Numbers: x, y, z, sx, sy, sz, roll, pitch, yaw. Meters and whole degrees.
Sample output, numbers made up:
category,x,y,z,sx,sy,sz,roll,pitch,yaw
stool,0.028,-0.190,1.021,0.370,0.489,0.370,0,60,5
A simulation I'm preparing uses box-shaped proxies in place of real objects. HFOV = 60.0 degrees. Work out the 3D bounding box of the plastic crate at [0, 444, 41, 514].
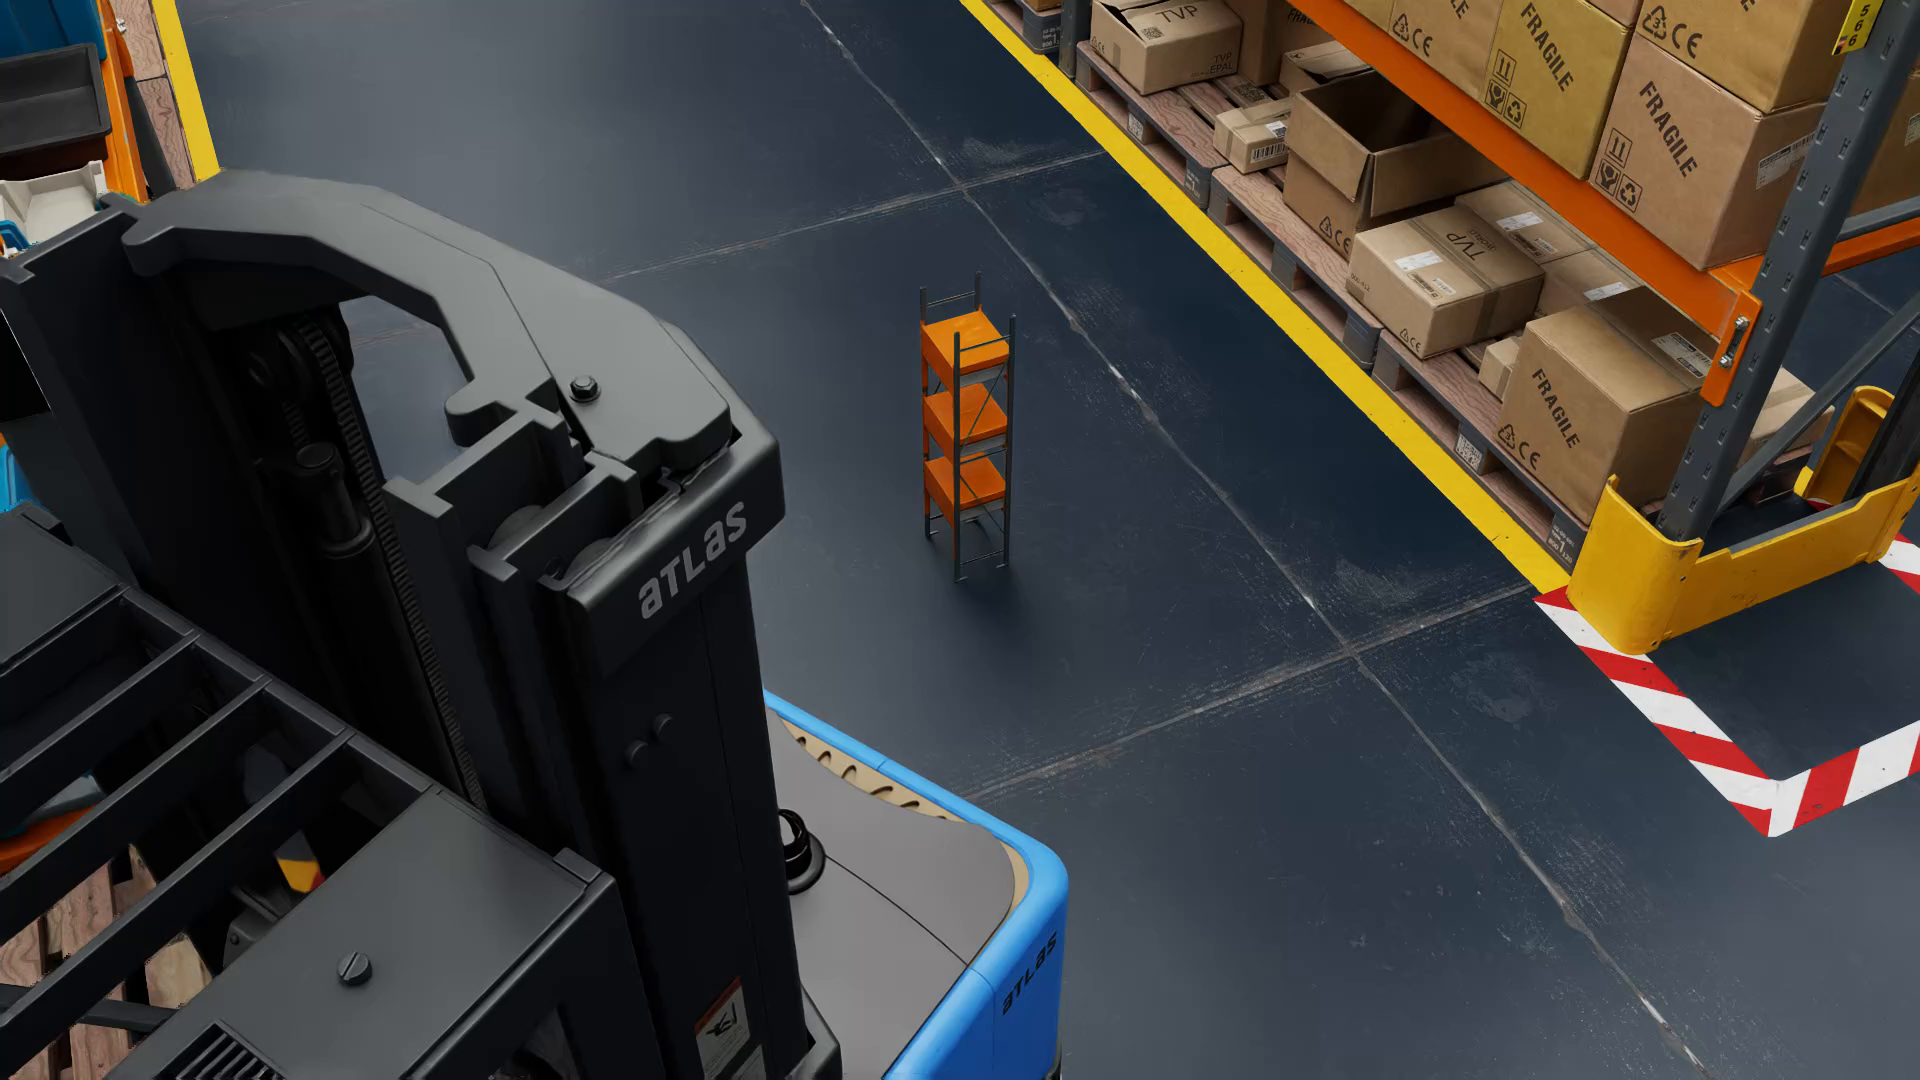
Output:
category,x,y,z,sx,sy,sz,roll,pitch,yaw
plastic crate,-1.940,-0.088,3.780,0.416,0.233,0.300,-18,47,-17

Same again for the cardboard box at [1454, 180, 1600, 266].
category,x,y,z,sx,sy,sz,roll,pitch,yaw
cardboard box,2.246,-1.158,6.432,0.500,0.250,0.500,-18,47,-17

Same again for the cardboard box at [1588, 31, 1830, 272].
category,x,y,z,sx,sy,sz,roll,pitch,yaw
cardboard box,2.203,-1.153,4.712,0.500,0.500,0.500,-17,47,-16

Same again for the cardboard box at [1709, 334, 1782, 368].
category,x,y,z,sx,sy,sz,roll,pitch,yaw
cardboard box,2.668,-0.588,5.915,0.380,0.166,0.250,-18,47,-17

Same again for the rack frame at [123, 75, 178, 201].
category,x,y,z,sx,sy,sz,roll,pitch,yaw
rack frame,-3.540,-2.001,5.642,1.000,3.000,0.127,-18,47,-17

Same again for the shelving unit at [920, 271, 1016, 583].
category,x,y,z,sx,sy,sz,roll,pitch,yaw
shelving unit,0.022,-0.340,5.347,0.215,1.050,0.252,-18,47,-17

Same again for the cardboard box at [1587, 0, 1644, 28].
category,x,y,z,sx,sy,sz,roll,pitch,yaw
cardboard box,1.988,-1.828,4.684,0.500,0.500,0.500,-17,47,-16

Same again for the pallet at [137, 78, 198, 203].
category,x,y,z,sx,sy,sz,roll,pitch,yaw
pallet,-3.826,-1.513,7.133,1.003,0.211,1.213,-18,47,-17

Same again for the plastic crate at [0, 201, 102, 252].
category,x,y,z,sx,sy,sz,roll,pitch,yaw
plastic crate,-2.343,-0.699,4.399,0.416,0.233,0.300,-18,47,-17

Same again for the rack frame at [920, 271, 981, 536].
category,x,y,z,sx,sy,sz,roll,pitch,yaw
rack frame,-0.029,-0.417,5.425,0.200,1.050,0.008,-18,47,-17

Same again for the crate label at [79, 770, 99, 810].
category,x,y,z,sx,sy,sz,roll,pitch,yaw
crate label,-1.663,0.332,3.355,0.416,0.233,0.303,-18,47,-17

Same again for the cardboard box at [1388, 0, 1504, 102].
category,x,y,z,sx,sy,sz,roll,pitch,yaw
cardboard box,1.776,-1.802,5.370,0.500,0.500,0.500,-18,47,-17

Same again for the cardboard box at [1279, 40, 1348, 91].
category,x,y,z,sx,sy,sz,roll,pitch,yaw
cardboard box,1.665,-2.103,7.462,0.380,0.149,0.250,-18,47,-17

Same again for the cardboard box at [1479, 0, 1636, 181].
category,x,y,z,sx,sy,sz,roll,pitch,yaw
cardboard box,1.981,-1.483,5.046,0.500,0.500,0.500,-18,47,-17

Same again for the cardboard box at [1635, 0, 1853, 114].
category,x,y,z,sx,sy,sz,roll,pitch,yaw
cardboard box,2.201,-1.506,4.358,0.500,0.500,0.500,-18,48,-18

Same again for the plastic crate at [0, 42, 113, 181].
category,x,y,z,sx,sy,sz,roll,pitch,yaw
plastic crate,-2.825,-1.291,5.075,0.437,0.125,0.590,-18,47,-17

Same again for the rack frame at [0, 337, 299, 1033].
category,x,y,z,sx,sy,sz,roll,pitch,yaw
rack frame,-1.861,0.549,3.058,0.949,2.616,0.053,-18,47,-17

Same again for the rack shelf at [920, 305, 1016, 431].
category,x,y,z,sx,sy,sz,roll,pitch,yaw
rack shelf,0.022,-0.534,5.155,0.215,0.259,0.240,-18,47,-17

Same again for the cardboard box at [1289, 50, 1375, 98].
category,x,y,z,sx,sy,sz,roll,pitch,yaw
cardboard box,1.768,-1.904,7.145,0.500,0.311,0.500,-18,47,-17

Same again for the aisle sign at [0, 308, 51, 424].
category,x,y,z,sx,sy,sz,roll,pitch,yaw
aisle sign,-1.558,-0.419,2.188,0.394,0.787,0.004,-18,47,-17

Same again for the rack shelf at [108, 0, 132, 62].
category,x,y,z,sx,sy,sz,roll,pitch,yaw
rack shelf,-4.381,-3.020,7.187,1.077,0.370,4.000,-18,47,-17

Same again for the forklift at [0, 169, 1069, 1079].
category,x,y,z,sx,sy,sz,roll,pitch,yaw
forklift,-0.998,1.066,2.583,1.130,2.935,3.031,26,50,24

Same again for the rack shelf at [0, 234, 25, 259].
category,x,y,z,sx,sy,sz,roll,pitch,yaw
rack shelf,-2.699,-1.538,3.550,1.077,0.370,4.000,-18,47,-17

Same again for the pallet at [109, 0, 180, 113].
category,x,y,z,sx,sy,sz,roll,pitch,yaw
pallet,-4.343,-2.291,7.922,1.003,0.211,1.213,-18,47,-17

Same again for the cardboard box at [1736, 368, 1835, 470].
category,x,y,z,sx,sy,sz,roll,pitch,yaw
cardboard box,2.774,-0.423,5.759,0.380,0.149,0.250,-18,47,-17

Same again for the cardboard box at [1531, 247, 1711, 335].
category,x,y,z,sx,sy,sz,roll,pitch,yaw
cardboard box,2.456,-0.839,6.109,0.500,0.250,0.500,-18,47,-17

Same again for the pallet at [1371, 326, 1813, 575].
category,x,y,z,sx,sy,sz,roll,pitch,yaw
pallet,2.270,-0.476,6.082,1.003,0.211,1.213,-18,47,-17

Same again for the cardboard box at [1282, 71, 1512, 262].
category,x,y,z,sx,sy,sz,roll,pitch,yaw
cardboard box,1.751,-1.534,6.633,0.797,0.503,0.637,-18,47,-17

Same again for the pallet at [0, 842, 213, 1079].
category,x,y,z,sx,sy,sz,roll,pitch,yaw
pallet,-2.169,1.004,4.583,1.003,0.211,1.213,-18,47,-17

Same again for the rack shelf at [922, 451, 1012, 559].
category,x,y,z,sx,sy,sz,roll,pitch,yaw
rack shelf,0.022,-0.134,5.549,0.215,0.259,0.240,-18,47,-17

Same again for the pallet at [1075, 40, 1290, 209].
category,x,y,z,sx,sy,sz,roll,pitch,yaw
pallet,1.244,-2.031,7.658,1.003,0.211,1.213,-18,47,-17

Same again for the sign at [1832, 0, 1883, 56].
category,x,y,z,sx,sy,sz,roll,pitch,yaw
sign,2.126,-1.286,3.868,0.100,0.325,0.005,-18,47,-17

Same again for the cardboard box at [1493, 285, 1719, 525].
category,x,y,z,sx,sy,sz,roll,pitch,yaw
cardboard box,2.186,-0.453,5.540,0.500,0.500,0.500,-18,47,-17

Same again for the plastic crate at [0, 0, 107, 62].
category,x,y,z,sx,sy,sz,roll,pitch,yaw
plastic crate,-3.034,-1.820,5.428,0.392,0.384,0.575,-18,47,-17

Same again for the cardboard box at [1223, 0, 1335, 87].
category,x,y,z,sx,sy,sz,roll,pitch,yaw
cardboard box,1.453,-2.449,7.563,0.500,0.500,0.500,-18,47,-17

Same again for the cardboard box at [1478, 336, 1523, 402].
category,x,y,z,sx,sy,sz,roll,pitch,yaw
cardboard box,2.097,-0.619,5.946,0.380,0.166,0.250,-18,47,-17

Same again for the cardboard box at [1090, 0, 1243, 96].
category,x,y,z,sx,sy,sz,roll,pitch,yaw
cardboard box,0.936,-2.330,7.577,0.500,0.311,0.500,-18,47,-17

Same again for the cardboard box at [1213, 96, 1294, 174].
category,x,y,z,sx,sy,sz,roll,pitch,yaw
cardboard box,1.309,-1.730,7.072,0.380,0.166,0.250,-18,47,-17

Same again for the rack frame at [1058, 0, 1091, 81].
category,x,y,z,sx,sy,sz,roll,pitch,yaw
rack frame,0.956,-3.462,7.123,1.000,3.000,0.127,-18,47,-17

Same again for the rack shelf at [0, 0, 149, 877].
category,x,y,z,sx,sy,sz,roll,pitch,yaw
rack shelf,-2.699,-0.471,4.603,1.077,0.370,4.000,-18,47,-17

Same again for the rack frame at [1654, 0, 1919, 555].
category,x,y,z,sx,sy,sz,roll,pitch,yaw
rack frame,2.638,-0.913,4.539,1.000,3.000,0.127,-18,47,-17

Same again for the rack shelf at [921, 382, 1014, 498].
category,x,y,z,sx,sy,sz,roll,pitch,yaw
rack shelf,0.022,-0.332,5.354,0.215,0.259,0.240,-18,47,-17

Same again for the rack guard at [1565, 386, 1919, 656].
category,x,y,z,sx,sy,sz,roll,pitch,yaw
rack guard,2.606,-0.071,5.466,1.175,0.500,0.348,-18,47,-17

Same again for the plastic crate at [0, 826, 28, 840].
category,x,y,z,sx,sy,sz,roll,pitch,yaw
plastic crate,-2.168,0.356,3.186,0.616,0.435,0.499,-18,47,-17

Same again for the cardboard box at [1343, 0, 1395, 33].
category,x,y,z,sx,sy,sz,roll,pitch,yaw
cardboard box,1.565,-2.123,5.695,0.500,0.500,0.500,-19,48,-18

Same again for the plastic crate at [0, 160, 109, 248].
category,x,y,z,sx,sy,sz,roll,pitch,yaw
plastic crate,-2.535,-0.908,4.679,0.293,0.136,0.466,-18,47,-17

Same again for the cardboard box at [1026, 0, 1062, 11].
category,x,y,z,sx,sy,sz,roll,pitch,yaw
cardboard box,0.488,-2.958,8.079,0.500,0.500,0.500,-18,47,-18

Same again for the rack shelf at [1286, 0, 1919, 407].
category,x,y,z,sx,sy,sz,roll,pitch,yaw
rack shelf,1.797,-1.931,6.084,1.077,0.370,4.000,-18,47,-17

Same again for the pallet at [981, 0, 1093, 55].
category,x,y,z,sx,sy,sz,roll,pitch,yaw
pallet,0.580,-2.976,8.616,1.003,0.211,1.213,-18,47,-17

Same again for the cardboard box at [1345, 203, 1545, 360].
category,x,y,z,sx,sy,sz,roll,pitch,yaw
cardboard box,1.814,-0.978,6.250,0.500,0.250,0.500,-18,47,-17

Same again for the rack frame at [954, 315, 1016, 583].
category,x,y,z,sx,sy,sz,roll,pitch,yaw
rack frame,0.074,-0.262,5.268,0.200,1.050,0.008,-18,47,-17

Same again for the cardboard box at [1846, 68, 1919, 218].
category,x,y,z,sx,sy,sz,roll,pitch,yaw
cardboard box,2.691,-1.309,4.870,0.500,0.500,0.500,-17,47,-17

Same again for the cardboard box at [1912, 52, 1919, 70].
category,x,y,z,sx,sy,sz,roll,pitch,yaw
cardboard box,2.691,-1.665,4.518,0.500,0.500,0.500,-17,47,-16

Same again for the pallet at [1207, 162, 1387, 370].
category,x,y,z,sx,sy,sz,roll,pitch,yaw
pallet,1.761,-1.252,6.869,1.003,0.211,1.213,-18,47,-17
